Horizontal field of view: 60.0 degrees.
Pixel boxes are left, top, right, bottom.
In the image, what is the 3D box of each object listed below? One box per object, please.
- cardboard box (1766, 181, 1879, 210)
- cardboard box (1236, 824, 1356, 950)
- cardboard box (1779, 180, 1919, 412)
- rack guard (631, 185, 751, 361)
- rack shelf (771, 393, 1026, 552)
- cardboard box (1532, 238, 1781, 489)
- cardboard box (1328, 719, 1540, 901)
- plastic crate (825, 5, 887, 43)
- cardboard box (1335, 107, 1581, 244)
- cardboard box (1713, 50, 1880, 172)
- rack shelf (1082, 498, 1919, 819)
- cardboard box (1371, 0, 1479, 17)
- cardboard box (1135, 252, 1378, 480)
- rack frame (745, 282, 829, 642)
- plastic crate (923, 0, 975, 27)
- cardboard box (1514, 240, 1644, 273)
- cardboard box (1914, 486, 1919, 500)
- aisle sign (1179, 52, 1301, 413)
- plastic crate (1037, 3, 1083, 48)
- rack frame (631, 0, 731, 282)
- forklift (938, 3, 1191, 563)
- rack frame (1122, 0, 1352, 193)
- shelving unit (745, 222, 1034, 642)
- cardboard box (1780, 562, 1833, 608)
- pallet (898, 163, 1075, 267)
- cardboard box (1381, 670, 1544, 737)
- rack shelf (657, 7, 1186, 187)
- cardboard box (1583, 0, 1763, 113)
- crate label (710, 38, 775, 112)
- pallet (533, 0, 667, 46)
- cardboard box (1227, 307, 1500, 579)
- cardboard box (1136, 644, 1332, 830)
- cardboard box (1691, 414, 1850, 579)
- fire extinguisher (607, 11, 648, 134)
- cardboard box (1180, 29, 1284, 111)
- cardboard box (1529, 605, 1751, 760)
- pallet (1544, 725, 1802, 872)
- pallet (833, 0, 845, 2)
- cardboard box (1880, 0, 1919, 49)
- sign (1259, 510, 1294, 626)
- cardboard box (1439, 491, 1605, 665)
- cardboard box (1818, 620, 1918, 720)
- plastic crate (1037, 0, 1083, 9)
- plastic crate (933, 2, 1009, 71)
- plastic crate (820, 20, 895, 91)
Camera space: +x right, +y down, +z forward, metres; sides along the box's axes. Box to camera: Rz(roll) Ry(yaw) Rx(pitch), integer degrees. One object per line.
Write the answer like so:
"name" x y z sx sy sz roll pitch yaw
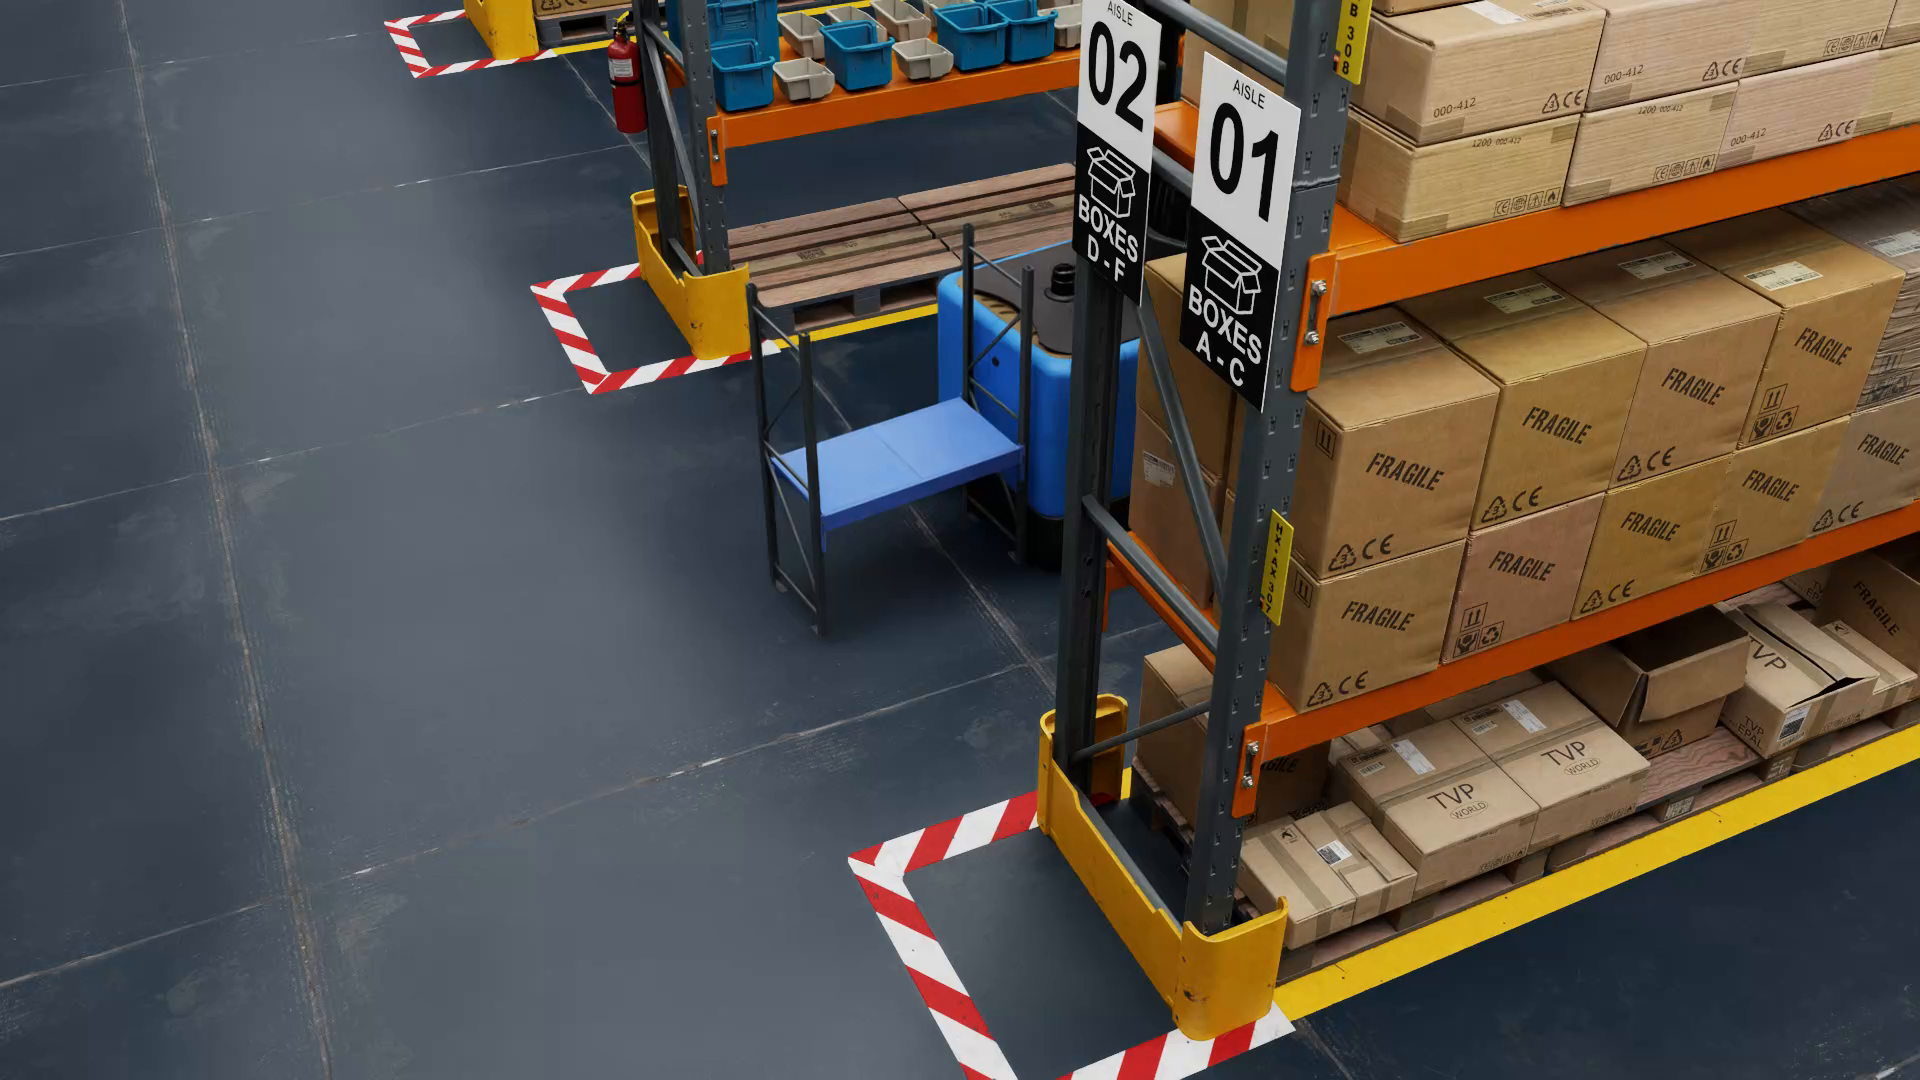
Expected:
"cardboard box" 2.747 -1.096 5.787 0.500 0.500 0.500 -17 40 -21
"cardboard box" 1.129 1.178 5.668 0.250 0.149 0.380 -16 39 -20
"cardboard box" 2.958 -0.798 5.385 0.500 0.500 0.500 -15 39 -20
"rack guard" -1.513 -1.525 9.387 0.348 0.500 1.175 -16 39 -20
"rack shelf" -0.277 -0.309 7.209 1.000 0.185 0.538 -20 41 -25
"cardboard box" 2.043 -0.542 5.040 0.500 0.500 0.500 -15 39 -19
"cardboard box" 1.669 0.946 5.895 0.500 0.250 0.500 -16 39 -20
"plastic crate" -0.567 -2.830 9.219 0.243 0.136 0.396 -16 39 -20
"cardboard box" 1.177 -1.007 4.198 0.500 0.250 0.500 -16 39 -20
"cardboard box" 2.087 -1.255 4.531 0.500 0.250 0.500 -16 39 -20
"rack shelf" 2.415 -0.087 5.954 4.000 0.370 1.077 -16 39 -20
"cardboard box" 1.062 -1.655 4.023 0.500 0.500 0.700 -16 39 -20
"cardboard box" 0.890 -0.573 5.081 0.500 0.500 0.500 -16 39 -20
"rack frame" -0.709 -0.294 6.888 0.032 1.500 0.500 -20 41 -25
"plastic crate" -0.066 -2.999 9.446 0.250 0.136 0.298 -16 39 -20
"cardboard box" 1.814 -0.835 5.434 0.500 0.500 0.500 -15 39 -19
"cardboard box" 3.415 -0.527 5.858 0.500 0.500 0.500 -15 39 -19
"aisle sign" 0.667 -0.739 4.046 0.004 0.787 0.394 -16 39 -20
"plastic crate" 0.675 -2.870 9.273 0.466 0.136 0.293 -16 39 -20
"rack frame" -1.497 -2.542 8.660 0.127 3.000 1.000 -16 39 -20
"forklift" 1.407 -1.732 7.625 3.031 2.935 1.130 -20 41 -25
"rack frame" 0.604 -2.280 3.270 0.127 3.000 1.000 -16 39 -20
"shelving unit" -0.277 -0.453 7.102 1.048 1.500 0.538 -20 41 -25
"cardboard box" 3.753 0.010 7.106 0.500 0.311 0.500 -16 39 -20
"pallet" 0.369 -1.917 10.157 1.213 0.211 1.003 -16 39 -20
"cardboard box" 1.864 0.563 6.412 0.500 0.250 0.500 -16 39 -20
"rack shelf" 0.313 -2.760 9.556 4.000 0.370 1.077 -16 39 -20
"cardboard box" 1.635 -1.328 4.211 0.500 0.250 0.500 -16 39 -20
"crate label" -1.134 -2.384 8.536 0.303 0.233 0.416 -16 39 -20
"pallet" -2.911 -4.338 13.421 1.213 0.211 1.003 -16 39 -20
"cardboard box" 1.118 -0.282 4.689 0.500 0.500 0.500 -14 39 -19
"cardboard box" 0.992 0.687 6.035 0.500 0.500 0.500 -16 39 -20
"cardboard box" 2.491 -0.265 5.505 0.500 0.500 0.500 -15 39 -19
"fire extinguisher" -1.827 -2.568 9.073 0.183 0.674 0.296 -16 39 -20
"cardboard box" 0.957 -1.287 4.575 0.500 0.250 0.500 -16 39 -20
"cardboard box" 2.526 0.422 6.390 0.637 0.503 0.797 -16 39 -20
"pallet" 2.497 0.722 6.600 1.213 0.211 1.003 -16 39 -20
"pallet" -0.702 -4.955 14.254 1.213 0.211 1.003 -16 39 -20
"cardboard box" 2.540 -1.582 4.554 0.500 0.250 0.500 -16 39 -20
"sign" 0.835 0.075 4.404 0.005 0.325 0.100 -16 39 -20
"cardboard box" 1.583 -0.014 5.167 0.500 0.500 0.500 -16 39 -20
"cardboard box" 3.516 0.510 6.568 0.250 0.149 0.380 -16 39 -20
"plastic crate" 0.663 -3.244 9.655 0.530 0.282 0.437 -16 39 -20
"plastic crate" 0.058 -2.717 8.986 0.300 0.233 0.416 -16 39 -20
"plastic crate" -0.538 -2.551 8.761 0.300 0.233 0.416 -16 39 -20
